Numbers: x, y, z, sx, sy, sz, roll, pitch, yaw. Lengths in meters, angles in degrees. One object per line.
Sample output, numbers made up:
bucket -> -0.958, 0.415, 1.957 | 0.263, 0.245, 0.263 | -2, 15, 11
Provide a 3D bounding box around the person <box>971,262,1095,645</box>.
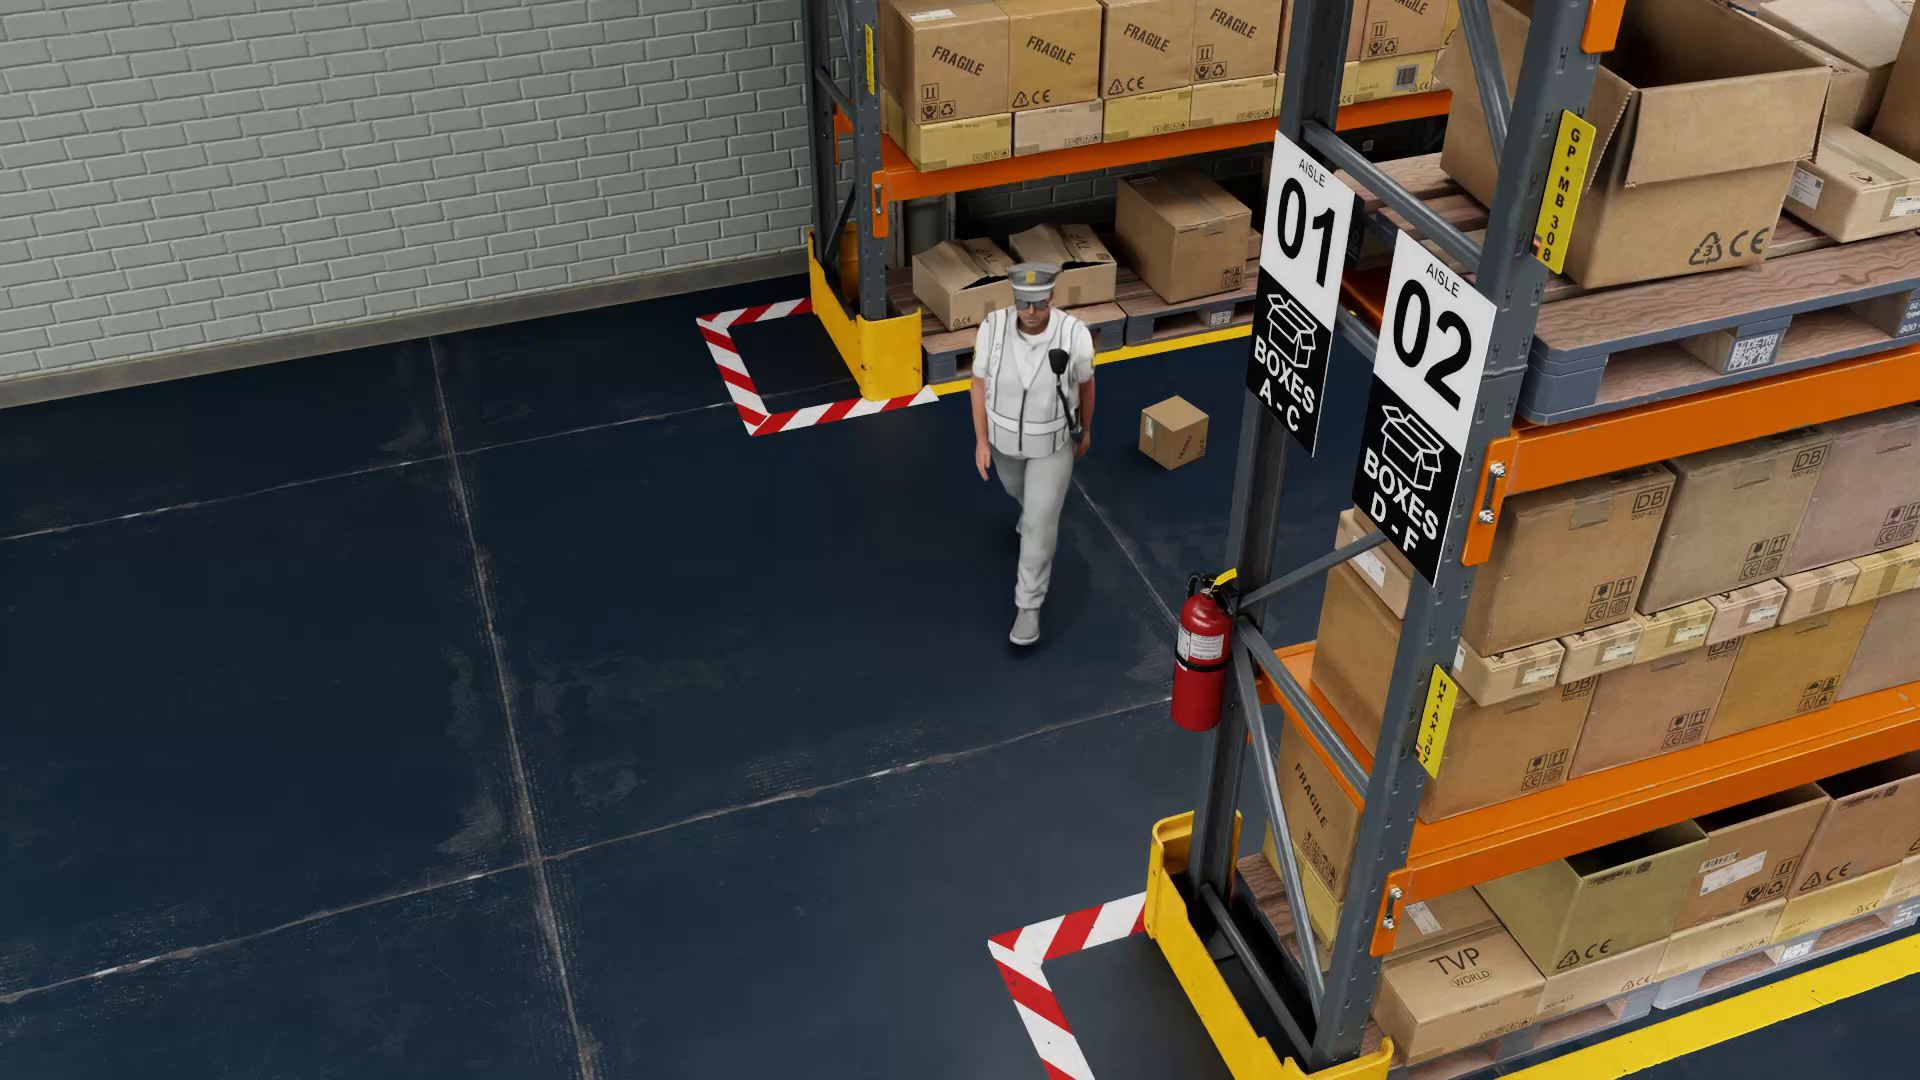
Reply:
person -> 0.311, -0.491, 7.416 | 0.530, 1.716, 1.086 | 11, 39, 14
